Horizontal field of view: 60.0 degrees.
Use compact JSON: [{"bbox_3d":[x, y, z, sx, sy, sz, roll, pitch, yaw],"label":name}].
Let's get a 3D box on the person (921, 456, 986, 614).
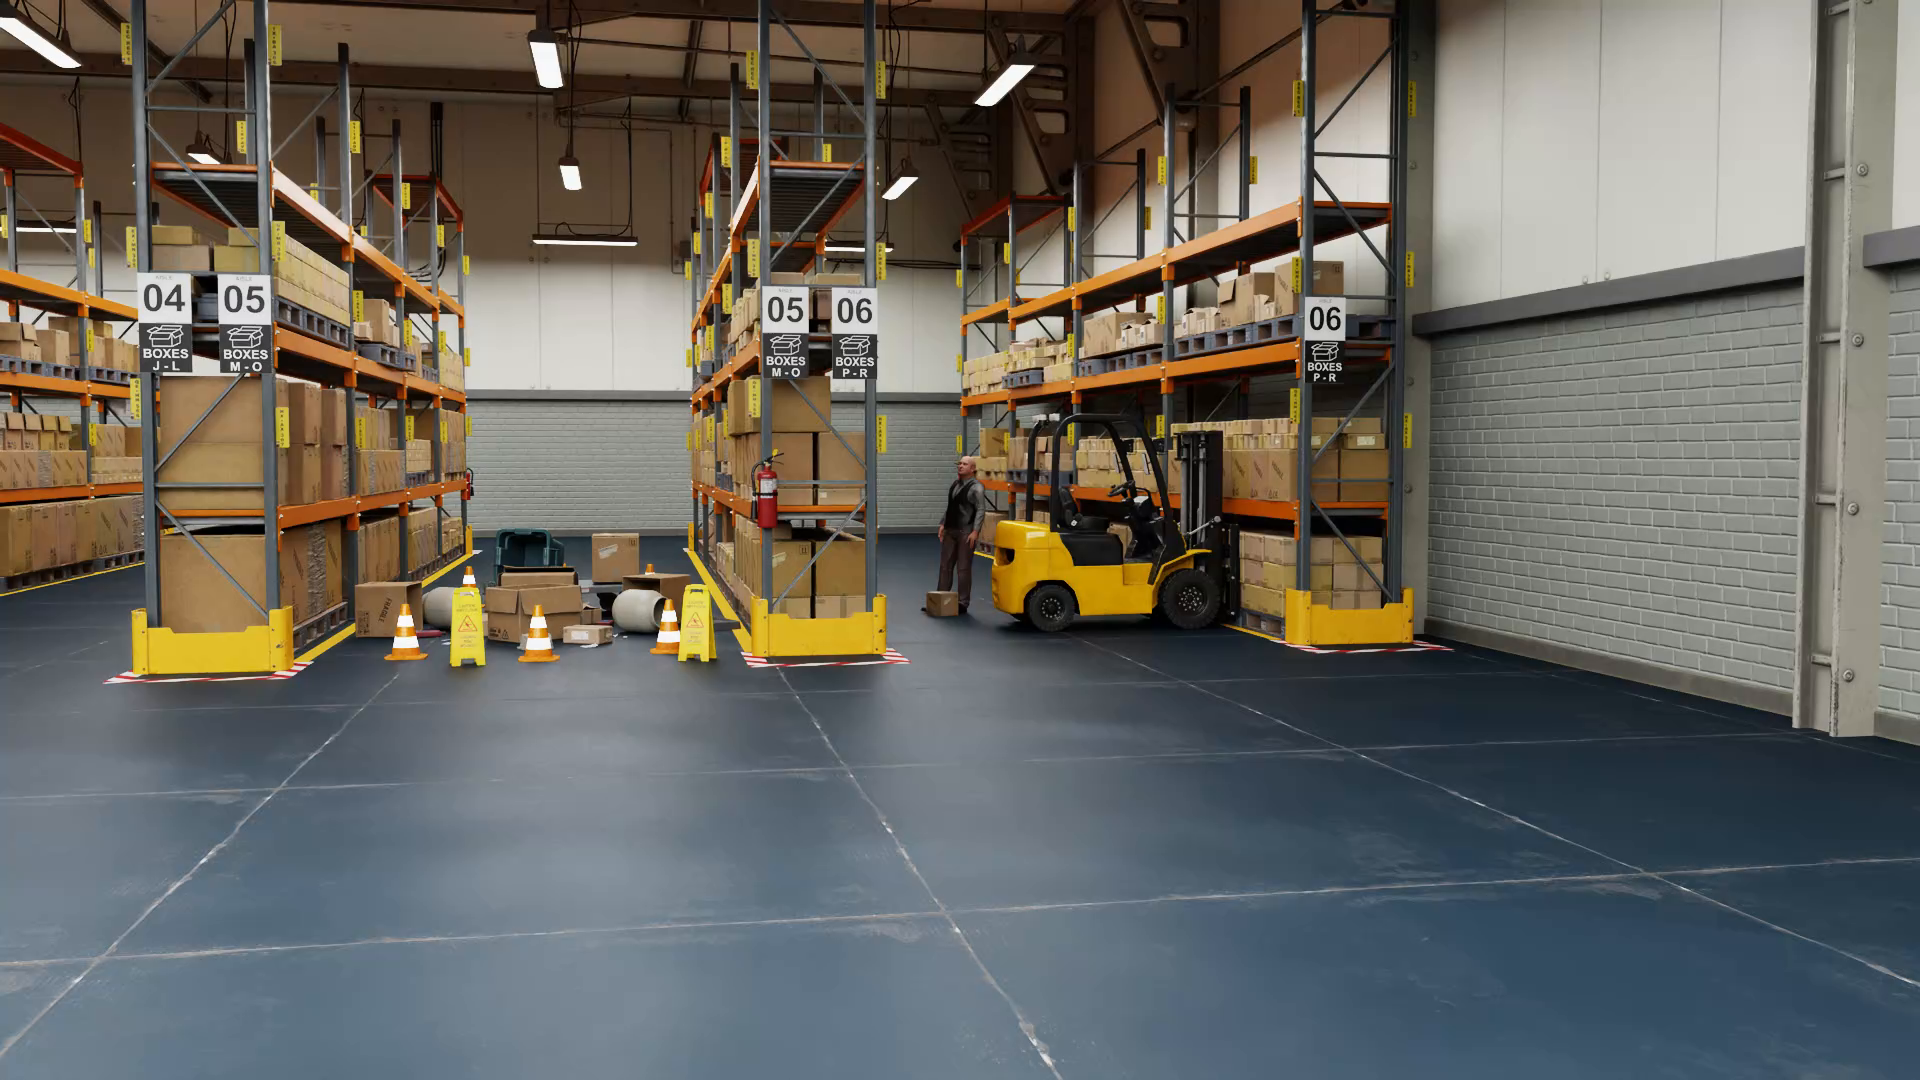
[{"bbox_3d":[-0.041,-0.057,18.260,0.565,1.723,0.634,-3,4,-40],"label":"person"}]
